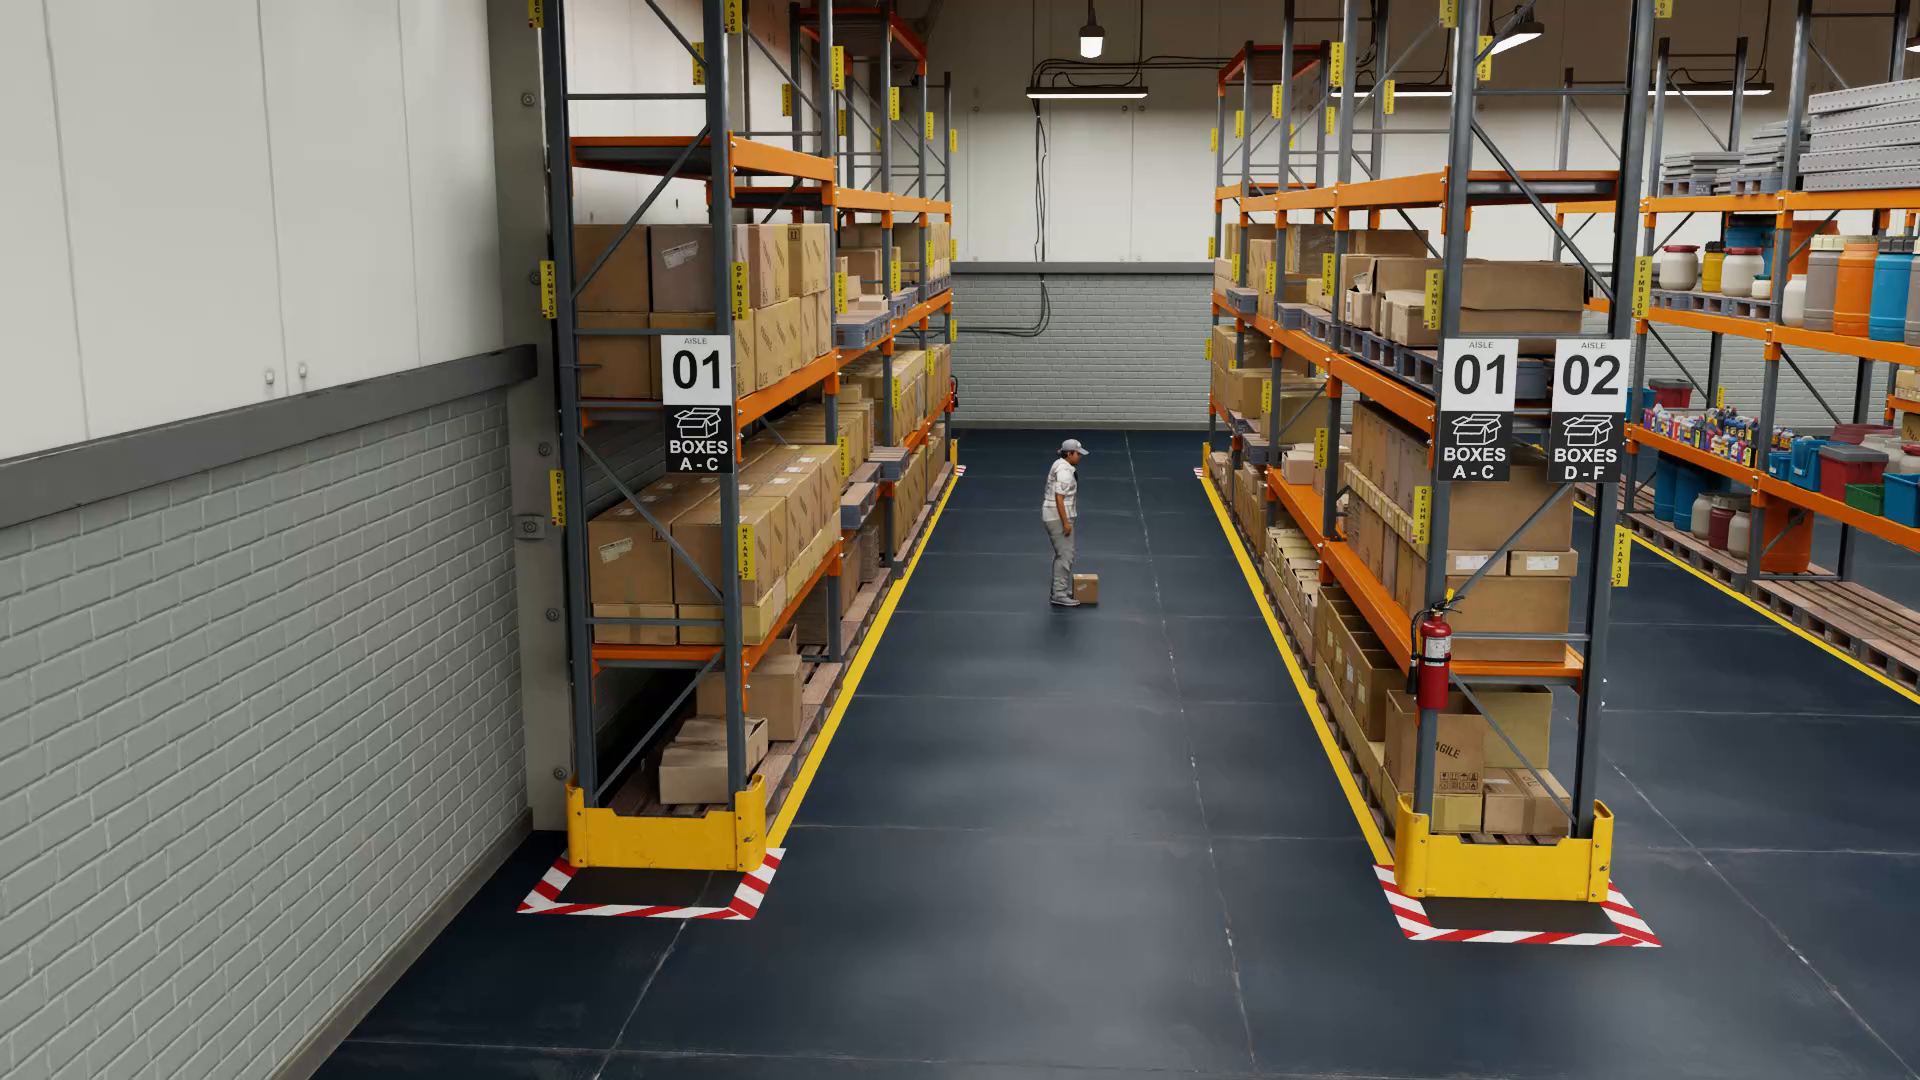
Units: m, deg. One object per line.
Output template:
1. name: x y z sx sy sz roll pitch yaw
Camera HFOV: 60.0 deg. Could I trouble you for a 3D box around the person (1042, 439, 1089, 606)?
1. person: 1.068 -0.196 16.934 0.468 1.666 0.541 1 11 4
